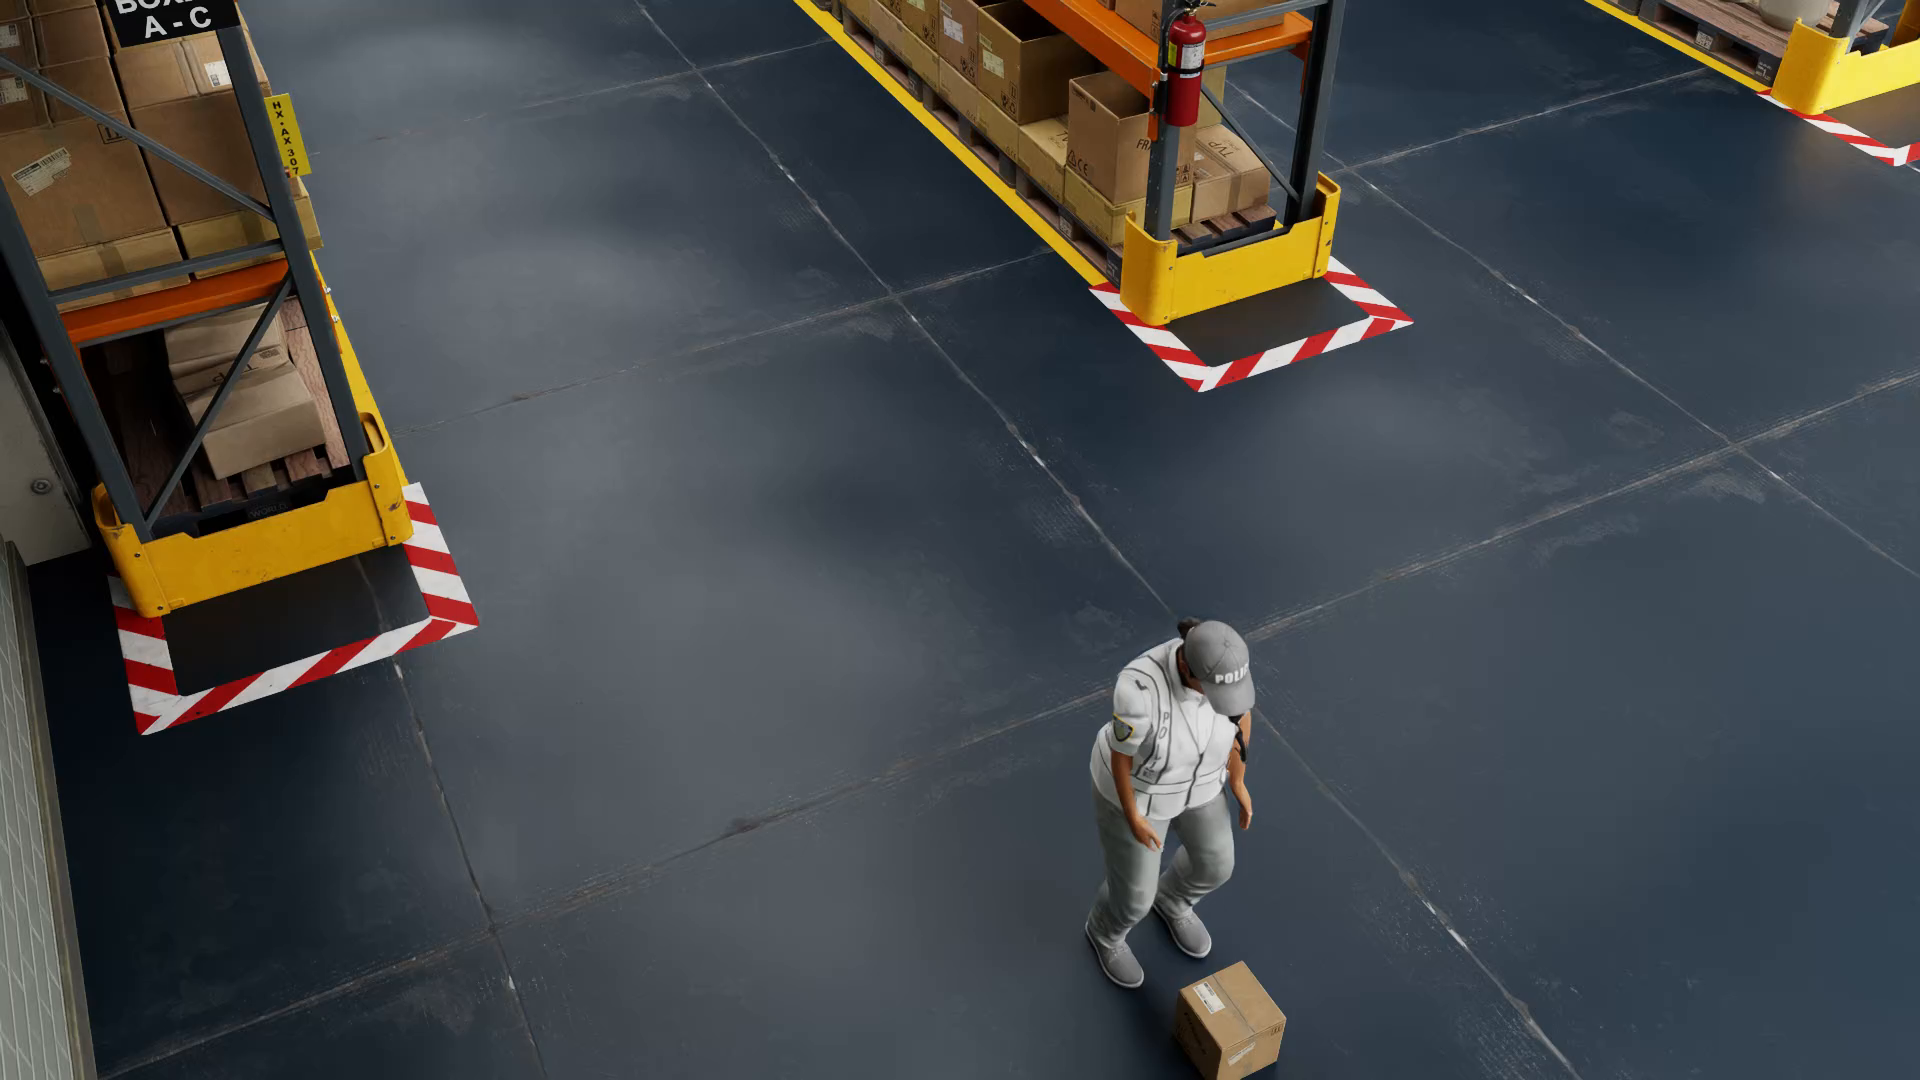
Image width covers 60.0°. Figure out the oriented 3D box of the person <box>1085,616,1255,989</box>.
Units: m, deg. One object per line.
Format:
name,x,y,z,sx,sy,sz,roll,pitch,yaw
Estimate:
person,0.685,0.800,5.305,0.500,1.610,0.496,-18,45,-19
